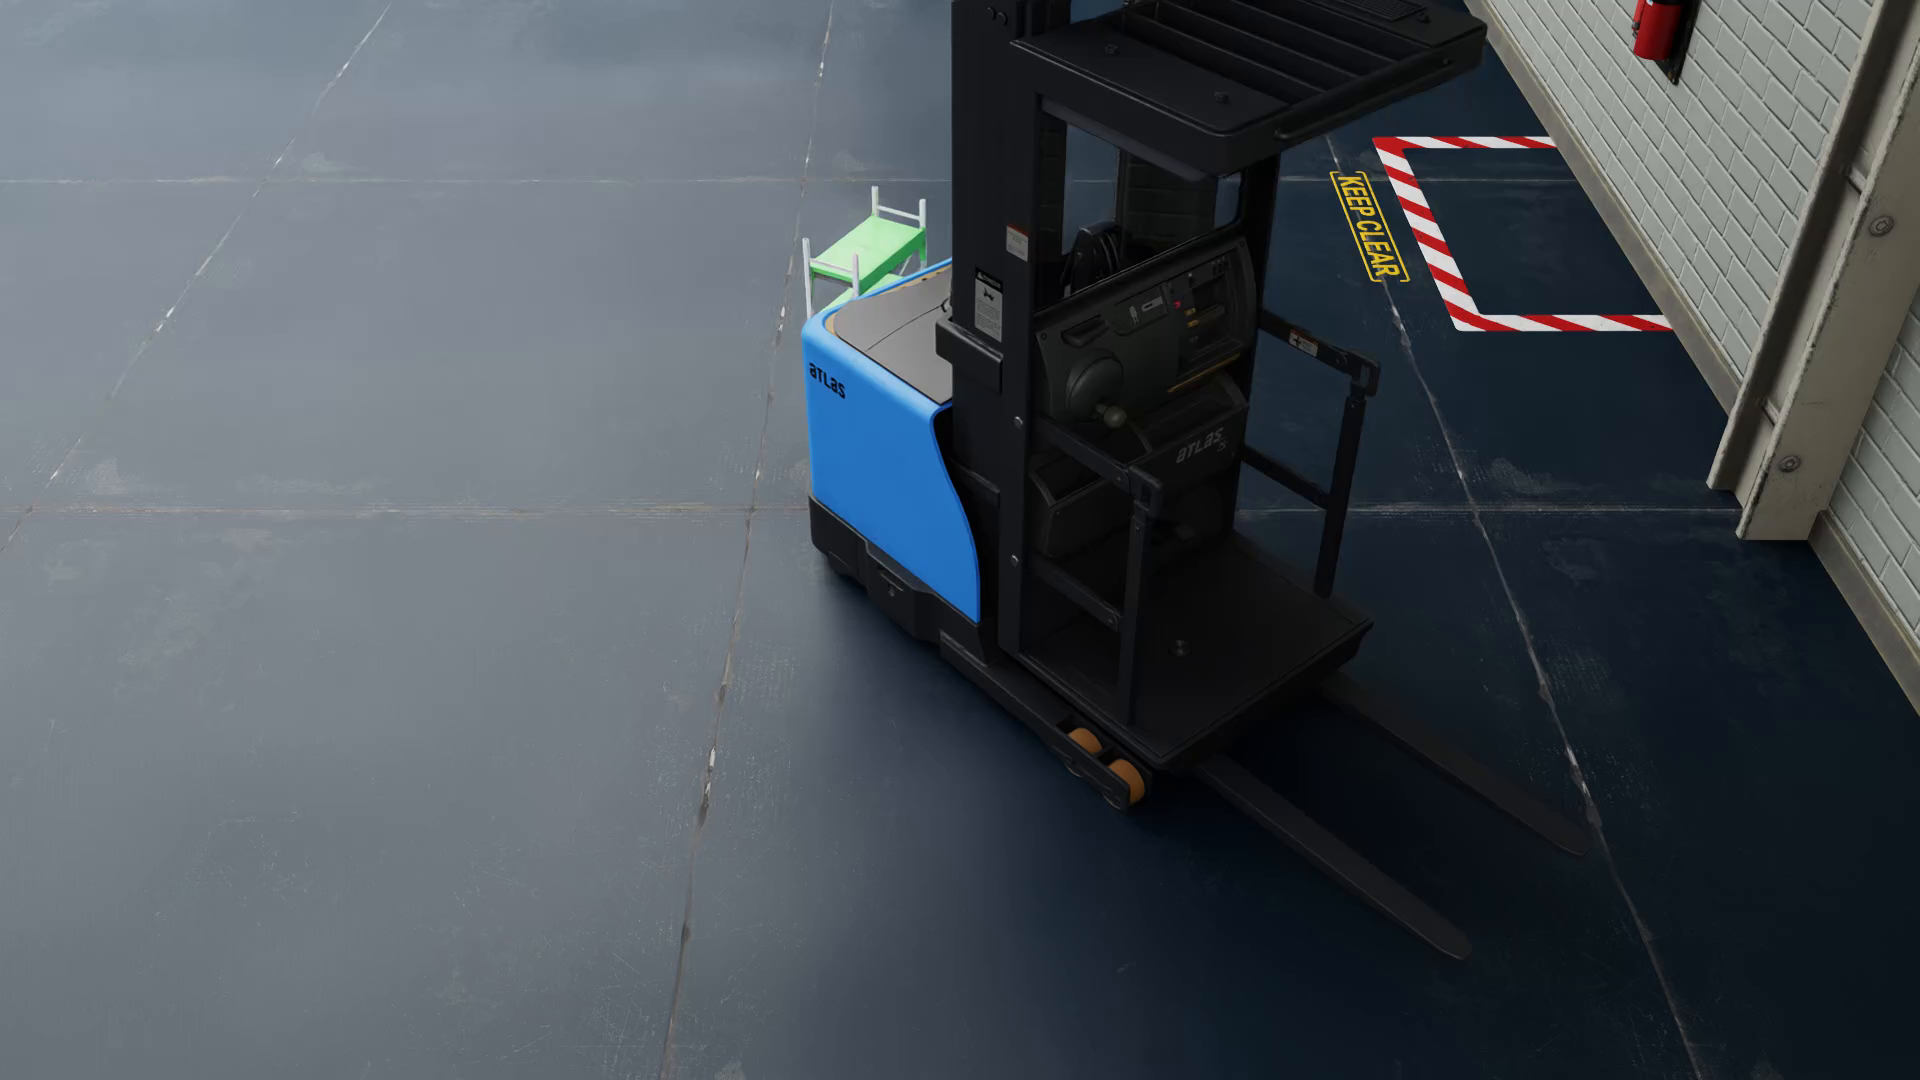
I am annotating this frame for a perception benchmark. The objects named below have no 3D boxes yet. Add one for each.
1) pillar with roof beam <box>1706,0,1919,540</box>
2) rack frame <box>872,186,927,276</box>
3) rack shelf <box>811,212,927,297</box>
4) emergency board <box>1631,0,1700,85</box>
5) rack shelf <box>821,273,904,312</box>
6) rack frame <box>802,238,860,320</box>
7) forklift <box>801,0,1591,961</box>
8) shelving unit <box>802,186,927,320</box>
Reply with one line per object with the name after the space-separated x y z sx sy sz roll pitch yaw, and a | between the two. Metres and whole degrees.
-0.984 -3.634 4.089 9.100 9.000 0.400 0 39 0 | pillar with roof beam
-0.241 -0.891 6.903 0.240 1.200 0.015 20 43 23 | rack frame
-0.362 -1.084 6.478 0.258 0.148 0.480 20 43 23 | rack shelf
3.357 -2.841 7.897 0.194 1.169 0.643 0 39 0 | emergency board
-0.362 -0.897 6.628 0.258 0.148 0.480 20 43 23 | rack shelf
-0.484 -0.627 6.573 0.240 1.200 0.015 20 43 23 | rack frame
0.742 -0.597 5.151 1.130 2.935 3.031 -28 46 -30 | forklift
-0.362 -0.759 6.738 0.258 1.200 0.503 20 43 23 | shelving unit
